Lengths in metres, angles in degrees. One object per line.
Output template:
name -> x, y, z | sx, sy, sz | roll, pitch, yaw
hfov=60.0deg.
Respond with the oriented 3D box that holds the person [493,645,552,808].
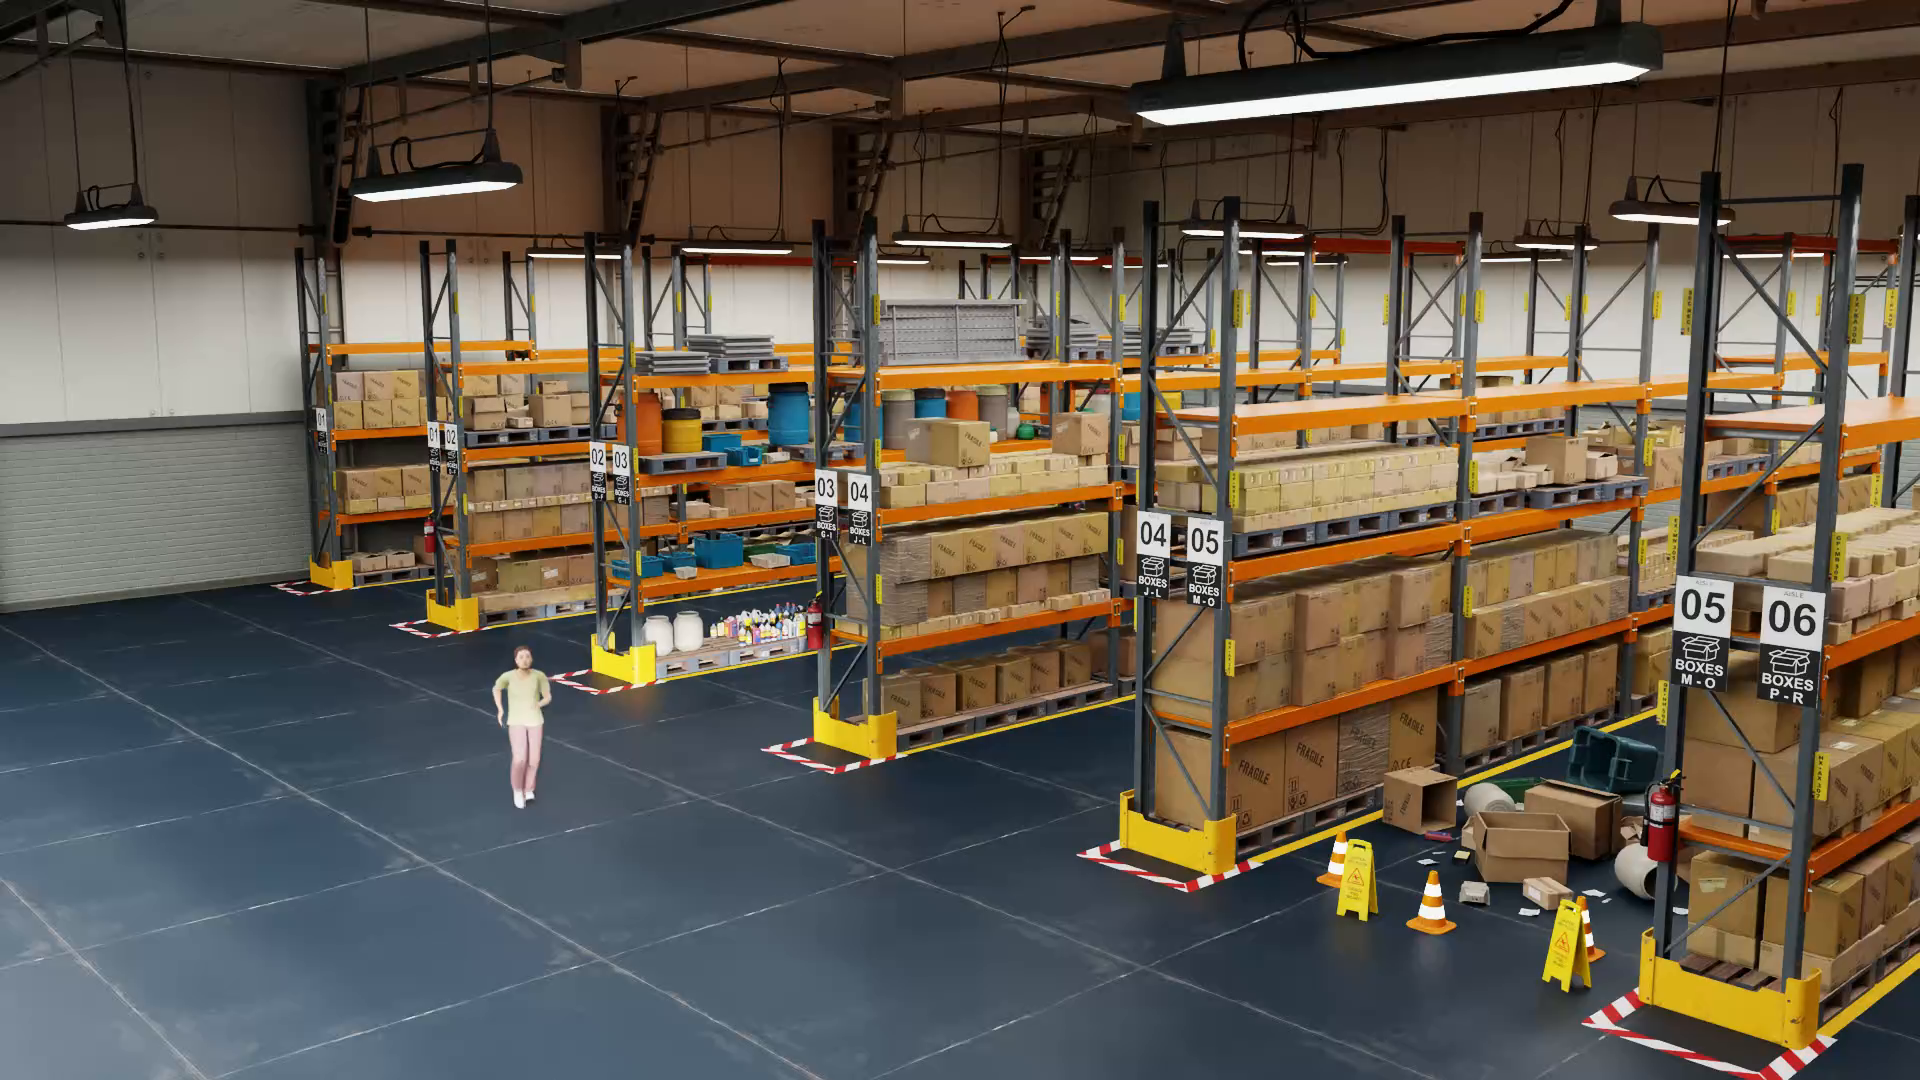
person -> -4.402, 1.884, 16.831 | 0.549, 1.659, 0.656 | -3, 9, -22
